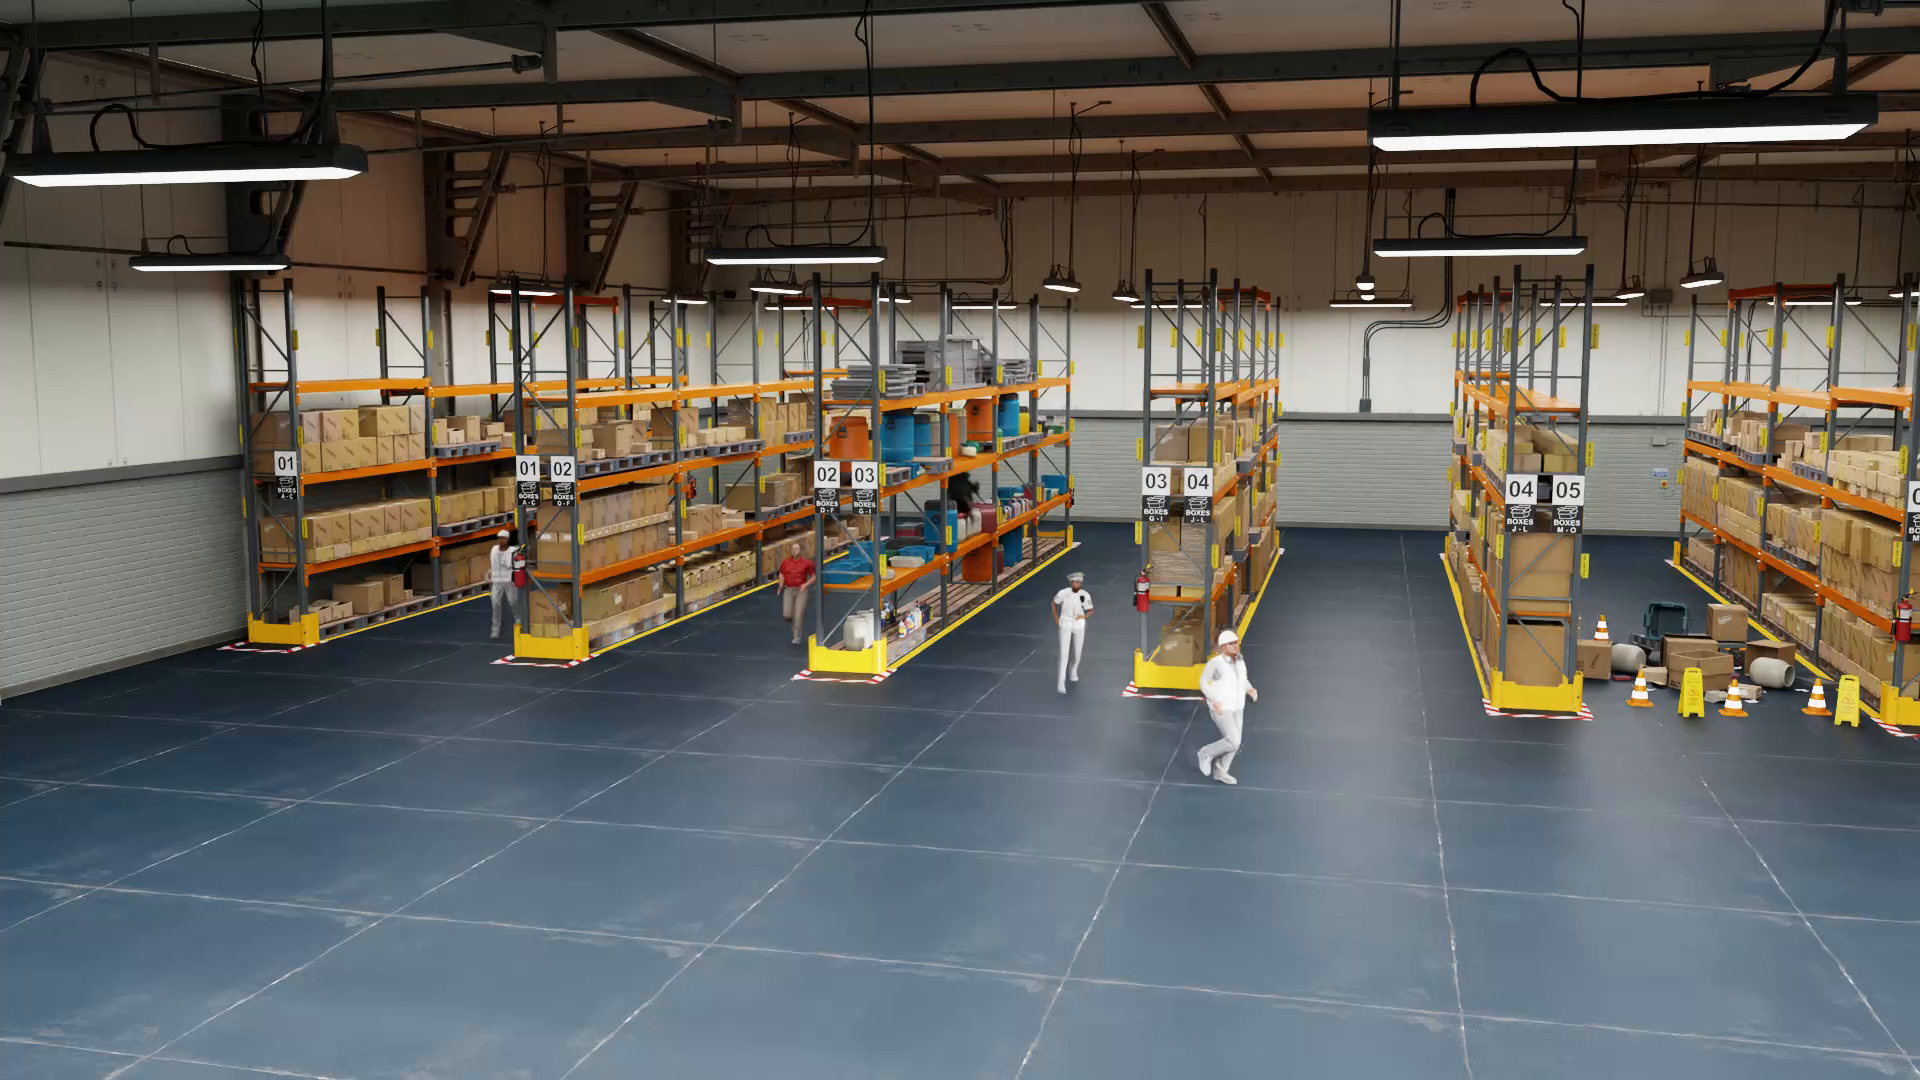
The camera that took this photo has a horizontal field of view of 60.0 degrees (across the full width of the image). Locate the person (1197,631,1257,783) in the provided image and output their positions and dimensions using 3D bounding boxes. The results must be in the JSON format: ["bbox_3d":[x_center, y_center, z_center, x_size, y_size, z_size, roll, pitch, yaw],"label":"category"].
[{"bbox_3d":[3.057,1.892,18.858,0.652,1.743,0.604,-6,9,-39],"label":"person"}]

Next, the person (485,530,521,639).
[{"bbox_3d":[-7.712,0.716,28.164,0.683,1.777,0.992,1,7,4],"label":"person"}]

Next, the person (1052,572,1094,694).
[{"bbox_3d":[1.641,1.298,24.016,0.583,1.701,0.918,-1,7,-5],"label":"person"}]

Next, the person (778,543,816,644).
[{"bbox_3d":[-2.703,0.880,27.553,0.678,1.672,0.591,1,7,10],"label":"person"}]
